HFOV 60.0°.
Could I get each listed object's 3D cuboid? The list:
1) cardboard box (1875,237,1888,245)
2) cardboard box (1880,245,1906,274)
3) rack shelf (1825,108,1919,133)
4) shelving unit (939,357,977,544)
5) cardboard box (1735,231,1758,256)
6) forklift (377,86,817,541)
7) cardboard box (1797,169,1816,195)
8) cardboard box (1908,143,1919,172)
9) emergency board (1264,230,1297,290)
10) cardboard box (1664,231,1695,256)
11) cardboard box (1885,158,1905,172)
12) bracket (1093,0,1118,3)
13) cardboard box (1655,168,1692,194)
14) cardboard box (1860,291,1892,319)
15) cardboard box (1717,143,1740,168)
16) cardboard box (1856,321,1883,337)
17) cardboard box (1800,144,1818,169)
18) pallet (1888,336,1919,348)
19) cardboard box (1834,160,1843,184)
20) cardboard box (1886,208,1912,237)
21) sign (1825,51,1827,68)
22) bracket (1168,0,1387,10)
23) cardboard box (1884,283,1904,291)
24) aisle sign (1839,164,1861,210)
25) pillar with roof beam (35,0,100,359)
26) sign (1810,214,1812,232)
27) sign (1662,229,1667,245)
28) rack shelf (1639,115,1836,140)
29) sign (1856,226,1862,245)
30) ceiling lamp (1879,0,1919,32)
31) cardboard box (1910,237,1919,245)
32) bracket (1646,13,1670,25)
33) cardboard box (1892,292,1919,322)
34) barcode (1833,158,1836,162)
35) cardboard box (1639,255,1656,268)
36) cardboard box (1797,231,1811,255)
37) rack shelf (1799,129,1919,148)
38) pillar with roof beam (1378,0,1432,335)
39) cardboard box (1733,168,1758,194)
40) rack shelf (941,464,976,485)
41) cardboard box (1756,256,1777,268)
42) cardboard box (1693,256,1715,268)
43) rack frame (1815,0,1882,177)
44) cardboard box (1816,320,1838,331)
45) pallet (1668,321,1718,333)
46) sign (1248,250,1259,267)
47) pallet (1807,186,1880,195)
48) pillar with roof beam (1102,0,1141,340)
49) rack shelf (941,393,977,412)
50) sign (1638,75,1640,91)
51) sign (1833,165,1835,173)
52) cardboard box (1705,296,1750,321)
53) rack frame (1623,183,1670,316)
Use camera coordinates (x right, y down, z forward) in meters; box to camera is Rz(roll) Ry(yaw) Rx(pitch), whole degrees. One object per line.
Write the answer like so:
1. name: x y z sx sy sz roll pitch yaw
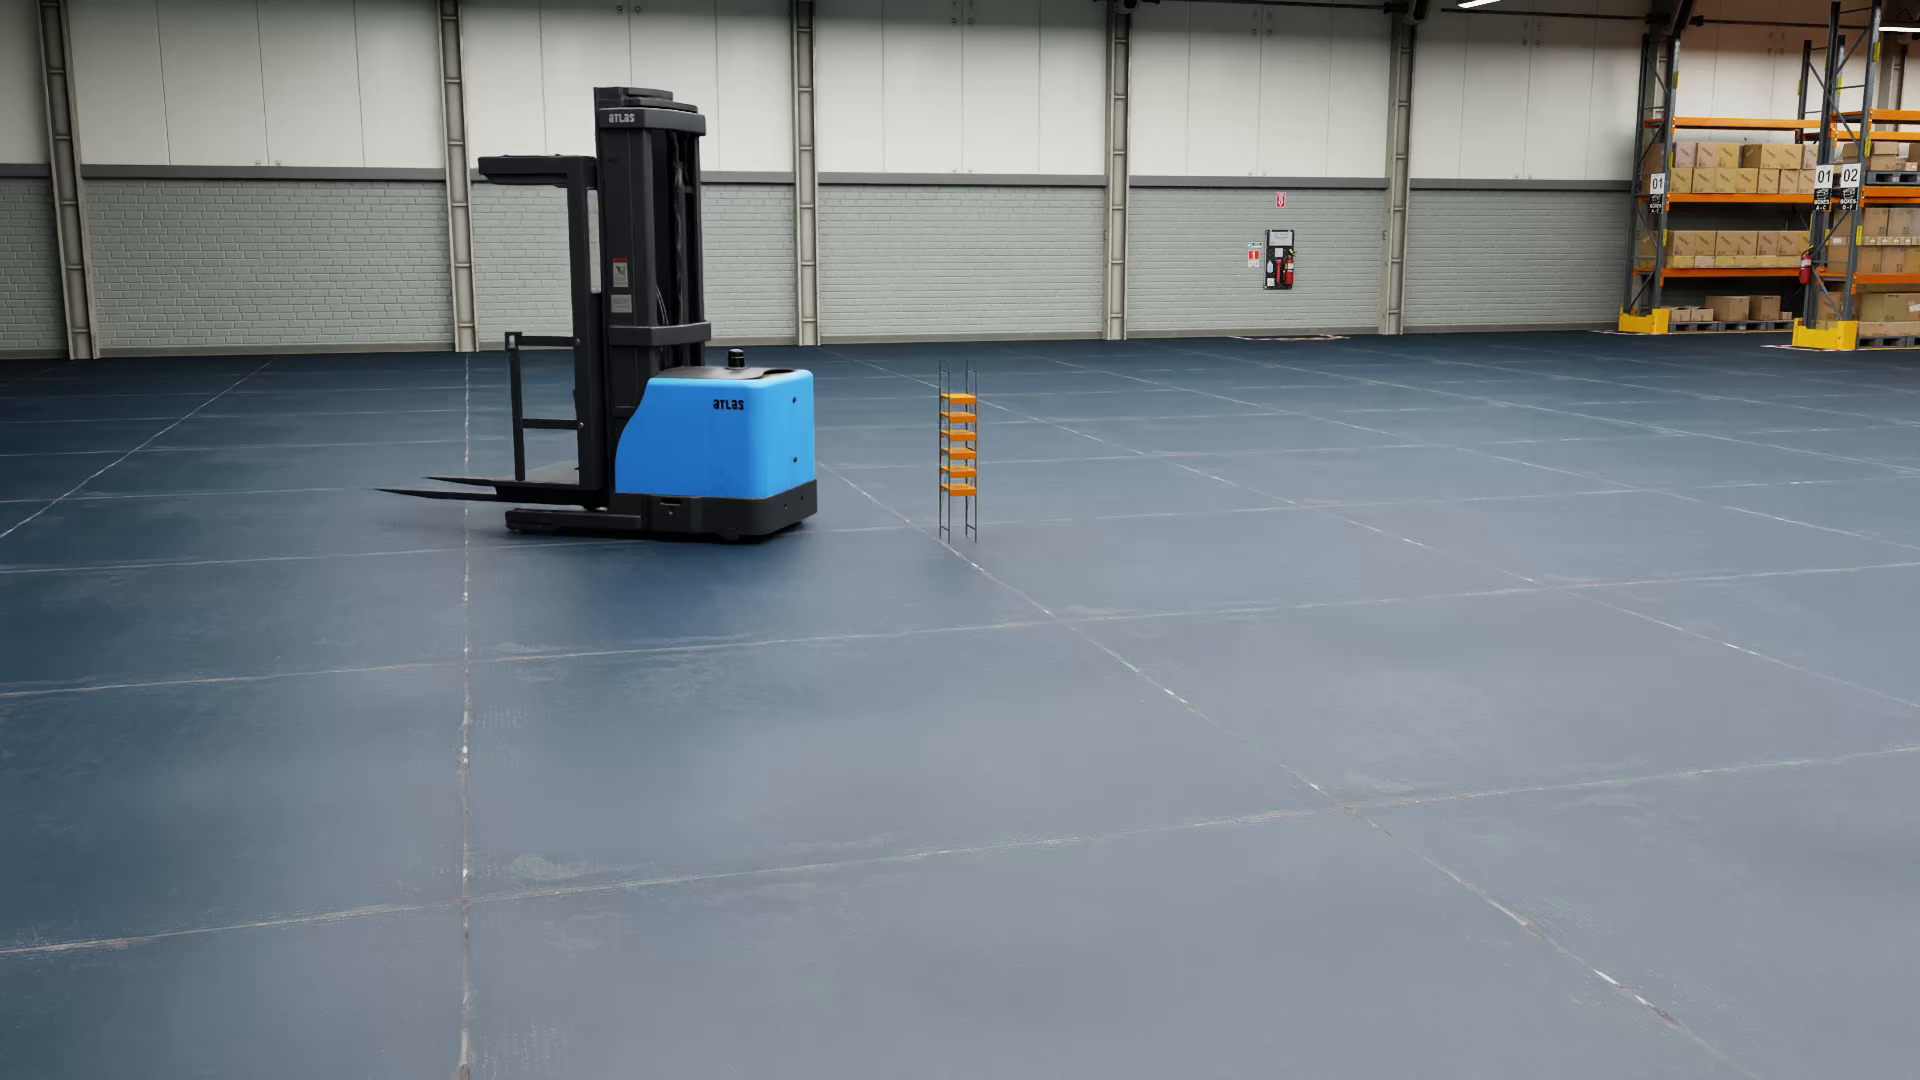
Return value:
1. cardboard box: 16.147 -5.283 29.389 0.250 0.149 0.380 -3 11 -17
2. cardboard box: 16.412 -5.016 29.733 0.500 0.500 0.700 -3 11 -14
3. rack shelf: 17.378 -7.419 29.585 4.000 0.370 1.077 -3 11 -16
4. shelving unit: -0.014 -0.589 10.934 0.189 1.200 0.258 -3 11 -16
5. cardboard box: 16.079 -6.133 34.361 0.500 0.500 0.500 -3 11 -14
6. forklift: -2.579 -1.562 11.438 3.031 2.935 1.130 3 11 16
7. cardboard box: 17.492 -7.447 34.598 0.500 0.500 0.500 -3 11 -14
8. cardboard box: 17.128 -6.755 29.344 0.500 0.500 0.500 -3 11 -16
9. emergency board: 6.355 -5.543 32.871 0.643 1.169 0.194 -3 11 -16
10. cardboard box: 14.612 -6.056 33.945 0.500 0.500 0.500 -3 11 -16
11. cardboard box: 16.489 -6.699 29.734 0.500 0.250 0.500 -3 11 -16
12. bracket: 2.678 -9.996 30.546 0.430 0.232 0.235 -3 11 -16
13. cardboard box: 14.460 -7.287 33.727 0.500 0.500 0.500 -3 11 -14
14. cardboard box: 16.845 -4.273 30.338 0.500 0.500 0.500 -3 11 -16
15. cardboard box: 15.492 -7.827 33.899 0.500 0.500 0.500 -3 11 -14
16. cardboard box: 16.034 -3.761 29.626 0.500 0.250 0.500 -3 11 -16
17. cardboard box: 17.504 -7.935 34.487 0.500 0.500 0.500 -4 11 -21
18. pallet: 17.349 -3.654 30.311 1.213 0.211 1.003 -3 11 -16
19. cardboard box: 18.457 -7.726 35.010 0.500 0.500 0.500 -1 11 -8
20. cardboard box: 16.463 -5.657 29.631 0.500 0.500 0.700 -3 11 -17
21. sign: 15.319 -8.462 29.359 0.005 0.325 0.100 -3 11 -16
22. bracket: 5.949 -10.168 31.483 4.783 0.066 0.076 -3 11 -16
23. cardboard box: 20.016 -5.450 35.981 0.500 0.250 0.500 -3 11 -16
24. aisle sign: 15.480 -6.140 28.935 0.004 0.787 0.394 -3 11 -16
25. pillar with roof beam: -13.102 -6.649 22.308 0.400 9.000 9.100 -3 11 -16
26. sign: 15.319 -5.699 29.867 0.005 0.325 0.100 -3 11 -16
27. sign: 14.221 -6.111 33.563 0.005 0.325 0.100 -3 11 -16
28. rack shelf: 15.989 -8.475 34.226 4.000 0.370 1.077 -3 11 -16
29. sign: 15.607 -5.286 28.866 0.005 0.325 0.100 -3 11 -16
30. ceiling lamp: 18.565 -11.308 31.495 2.000 3.185 0.800 -3 11 -16
31. cardboard box: 16.885 -5.321 29.599 0.250 0.149 0.380 -3 11 -18
32. bracket: 14.200 -10.603 33.845 0.430 0.232 0.235 -3 11 -16
33. cardboard box: 16.990 -4.183 29.847 0.500 0.500 0.500 -3 11 -16
34. barcode: 15.612 -6.778 29.692 0.075 0.075 0.001 -3 11 -16
35. cardboard box: 14.464 -5.773 34.477 0.500 0.250 0.500 -3 11 -15
36. cardboard box: 17.542 -6.209 34.775 0.500 0.500 0.500 -3 11 -16
37. rack shelf: 19.830 -8.483 35.361 4.000 0.370 1.077 -3 11 -16
38. pillar with roof beam: 9.942 -7.863 28.906 0.548 9.000 9.100 -3 11 -16
39. cardboard box: 15.992 -7.366 34.155 0.500 0.500 0.500 -2 11 -12
40. rack shelf: -0.014 -0.428 10.964 0.180 0.103 0.258 -3 11 -16
41. cardboard box: 16.580 -5.789 34.567 0.500 0.250 0.500 -3 11 -16
42. cardboard box: 15.121 -5.714 34.156 0.500 0.250 0.500 -3 11 -18
43. rack frame: 15.457 -7.869 28.934 0.127 3.000 1.000 -3 11 -16
44. cardboard box: 15.890 -3.851 30.115 0.500 0.250 0.500 -3 11 -16
45. pallet: 14.932 -4.447 34.617 1.213 0.211 1.003 -3 11 -16
46. sign: 5.795 -5.550 32.813 0.234 0.329 0.001 -3 11 -16
47. pallet: 18.532 -7.377 35.068 1.003 0.211 1.213 -3 11 -16
48. pillar with roof beam: 4.181 -7.560 27.256 0.548 9.000 9.100 -3 11 -16
49. rack shelf: -0.014 -0.900 10.877 0.180 0.103 0.258 -3 11 -16
50. sign: 13.934 -9.364 34.042 0.005 0.325 0.100 -3 11 -16
51. sign: 18.069 -7.617 34.425 0.005 0.325 0.100 -3 11 -16
52. cardboard box: 16.024 -4.843 34.757 0.500 0.500 0.700 -4 11 -20
53. rack frame: 14.069 -5.779 34.154 0.127 3.000 1.000 -3 11 -16
